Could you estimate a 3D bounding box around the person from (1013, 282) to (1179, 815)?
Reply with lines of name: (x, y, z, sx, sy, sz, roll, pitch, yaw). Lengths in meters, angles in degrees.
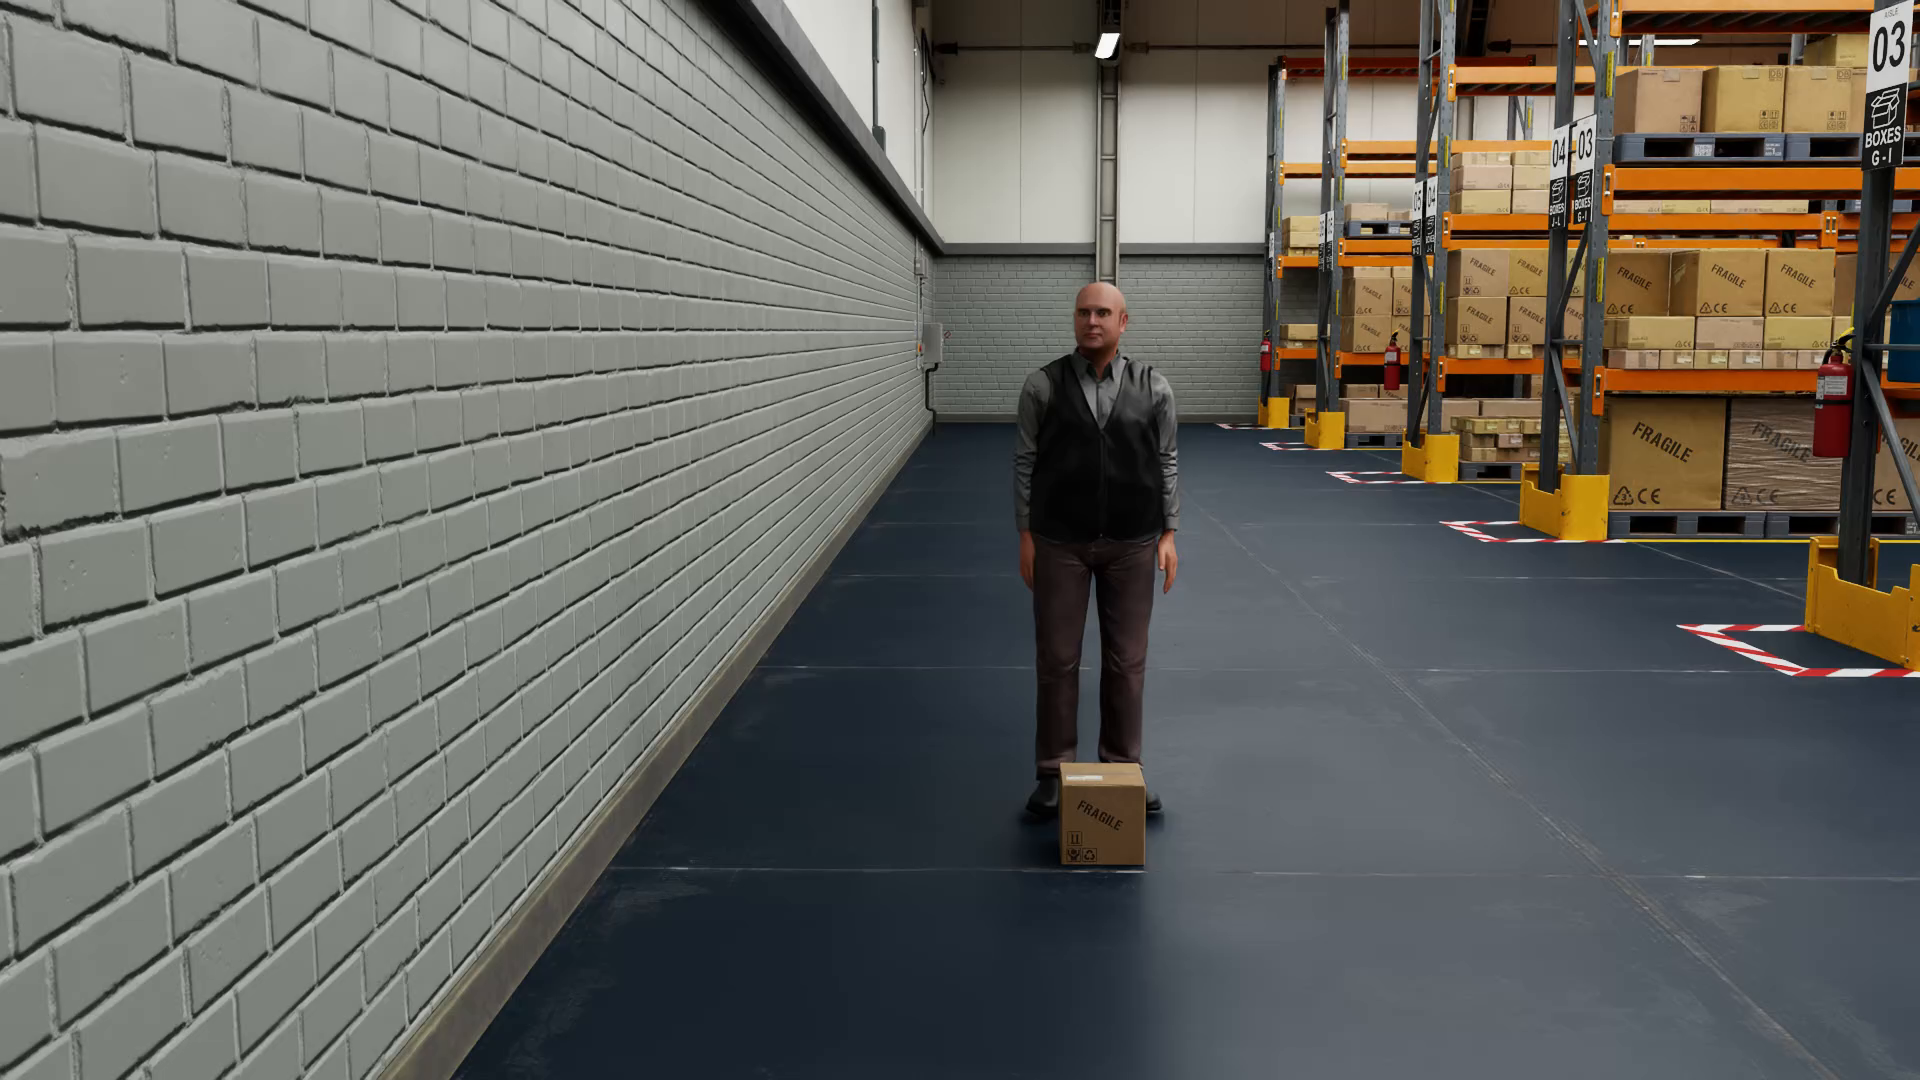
person: (0.452, 0.024, 5.476, 0.548, 1.726, 0.378, 0, 7, -3)
